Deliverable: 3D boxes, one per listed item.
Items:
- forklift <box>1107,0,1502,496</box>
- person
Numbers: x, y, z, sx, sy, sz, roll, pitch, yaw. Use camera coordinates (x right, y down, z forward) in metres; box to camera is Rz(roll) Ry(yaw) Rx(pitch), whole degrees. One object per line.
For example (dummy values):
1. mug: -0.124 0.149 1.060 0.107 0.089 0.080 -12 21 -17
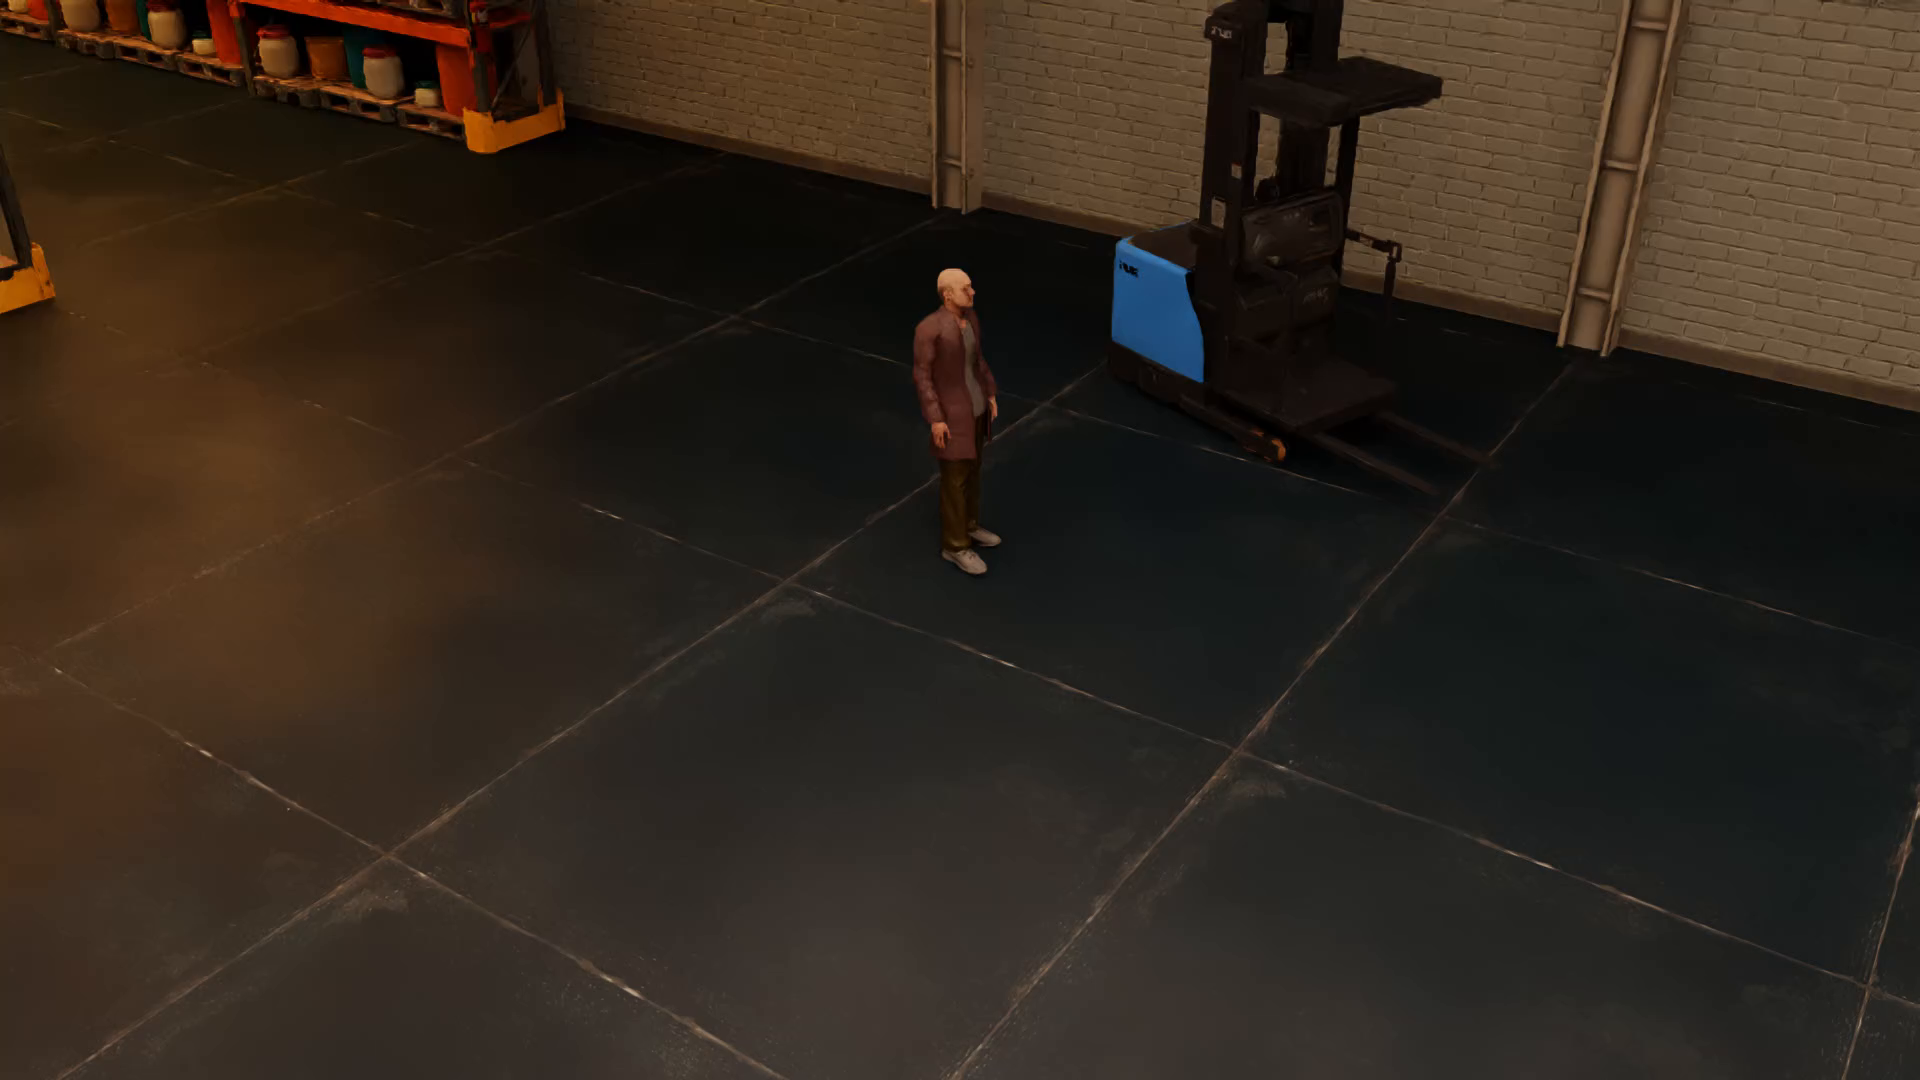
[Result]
1. forklift: 2.390 -2.073 11.152 1.130 2.935 3.031 -20 36 -31
2. person: 0.073 -0.747 10.003 0.580 1.776 0.694 19 35 29
